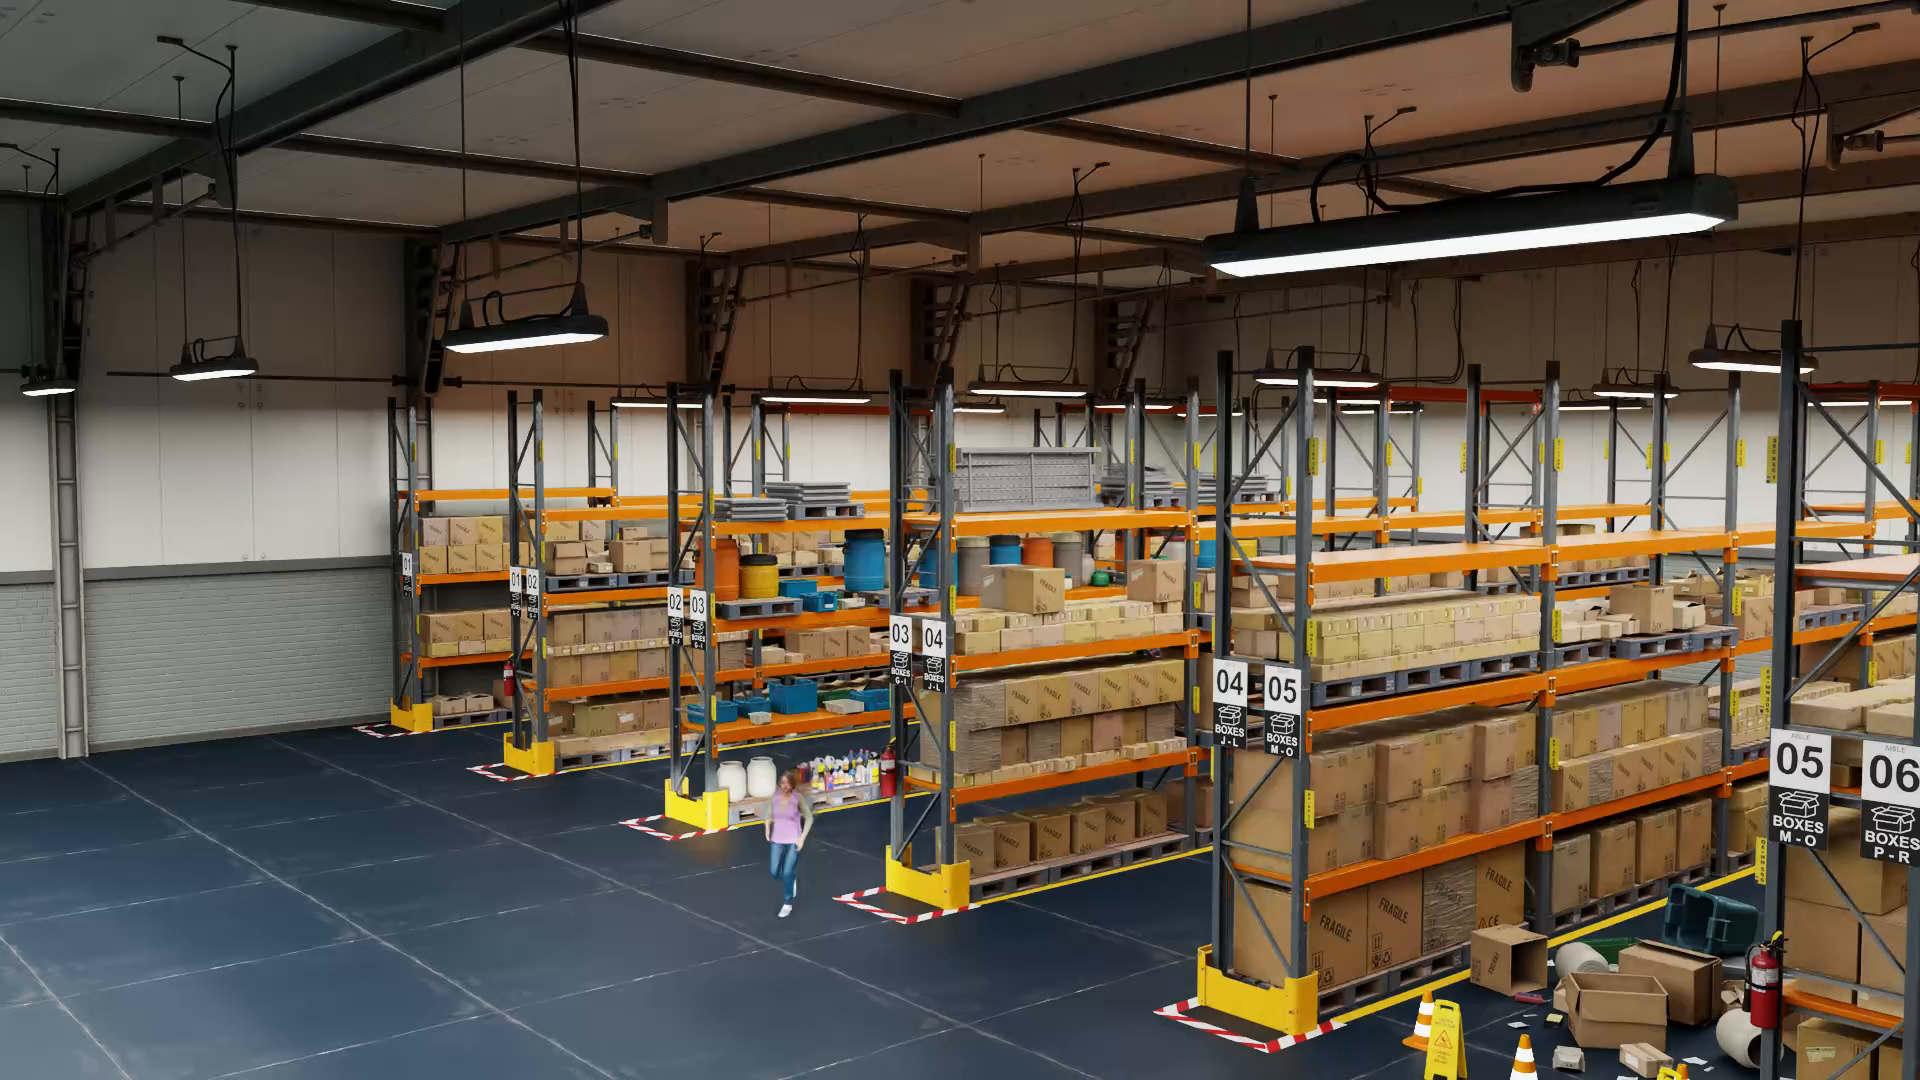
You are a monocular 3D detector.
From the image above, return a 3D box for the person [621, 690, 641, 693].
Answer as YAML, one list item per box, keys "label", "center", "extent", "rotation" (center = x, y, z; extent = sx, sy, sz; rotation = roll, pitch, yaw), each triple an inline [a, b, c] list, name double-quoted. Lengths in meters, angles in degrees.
- label: "person"
  center: [-5.716, 2.569, 29.244]
  extent: [0.696, 1.762, 0.941]
  rotation: [3, 5, 43]

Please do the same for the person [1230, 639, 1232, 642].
- label: "person"
  center: [5.921, 2.317, 34.778]
  extent: [0.641, 1.640, 0.889]
  rotation: [2, 4, 34]

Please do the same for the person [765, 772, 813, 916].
- label: "person"
  center: [-1.900, 3.327, 18.307]
  extent: [0.572, 1.568, 0.502]
  rotation: [1, 3, 17]
